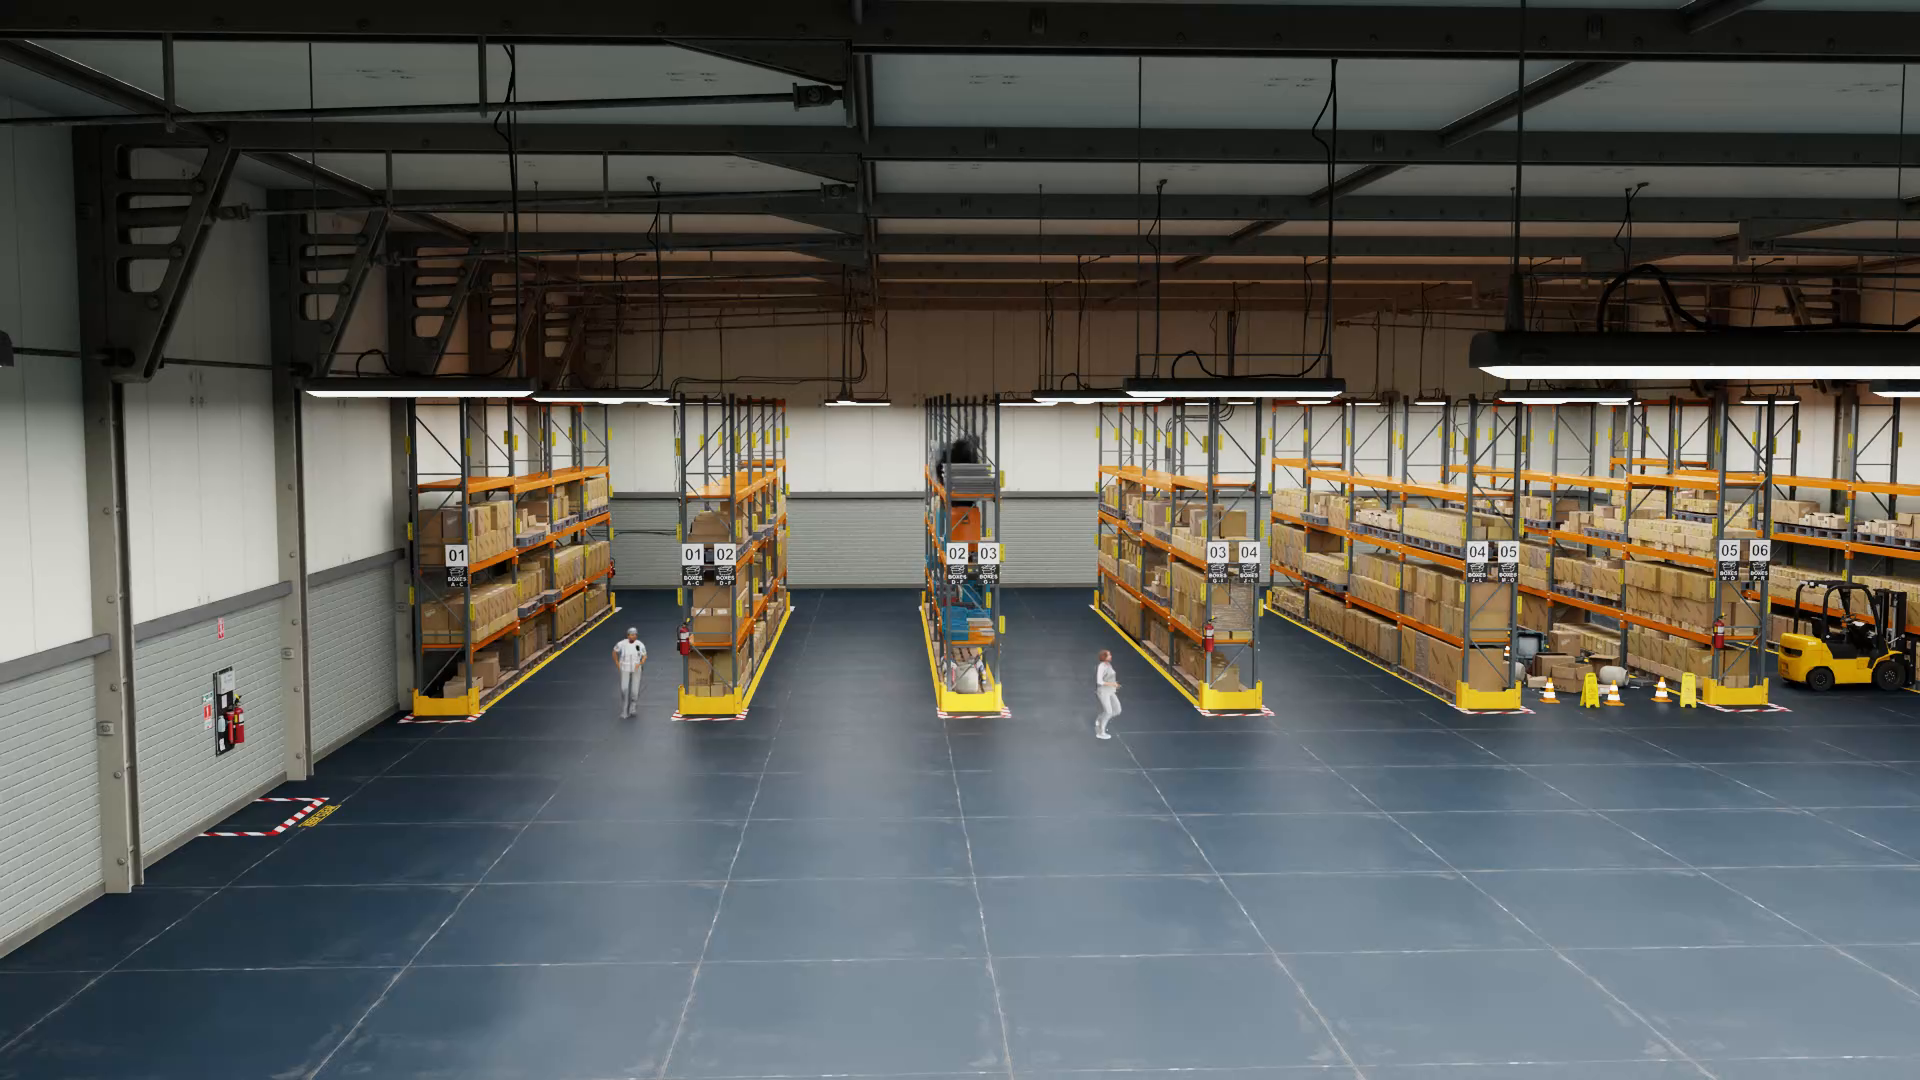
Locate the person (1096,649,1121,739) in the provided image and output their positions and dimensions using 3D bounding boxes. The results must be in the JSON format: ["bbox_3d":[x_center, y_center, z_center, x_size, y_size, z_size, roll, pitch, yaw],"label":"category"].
[{"bbox_3d":[2.575,2.672,28.785,0.536,1.543,0.526,3,5,29],"label":"person"}]

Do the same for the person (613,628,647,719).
[{"bbox_3d":[-6.122,2.469,30.924,0.614,1.690,0.673,-1,5,-18],"label":"person"}]
